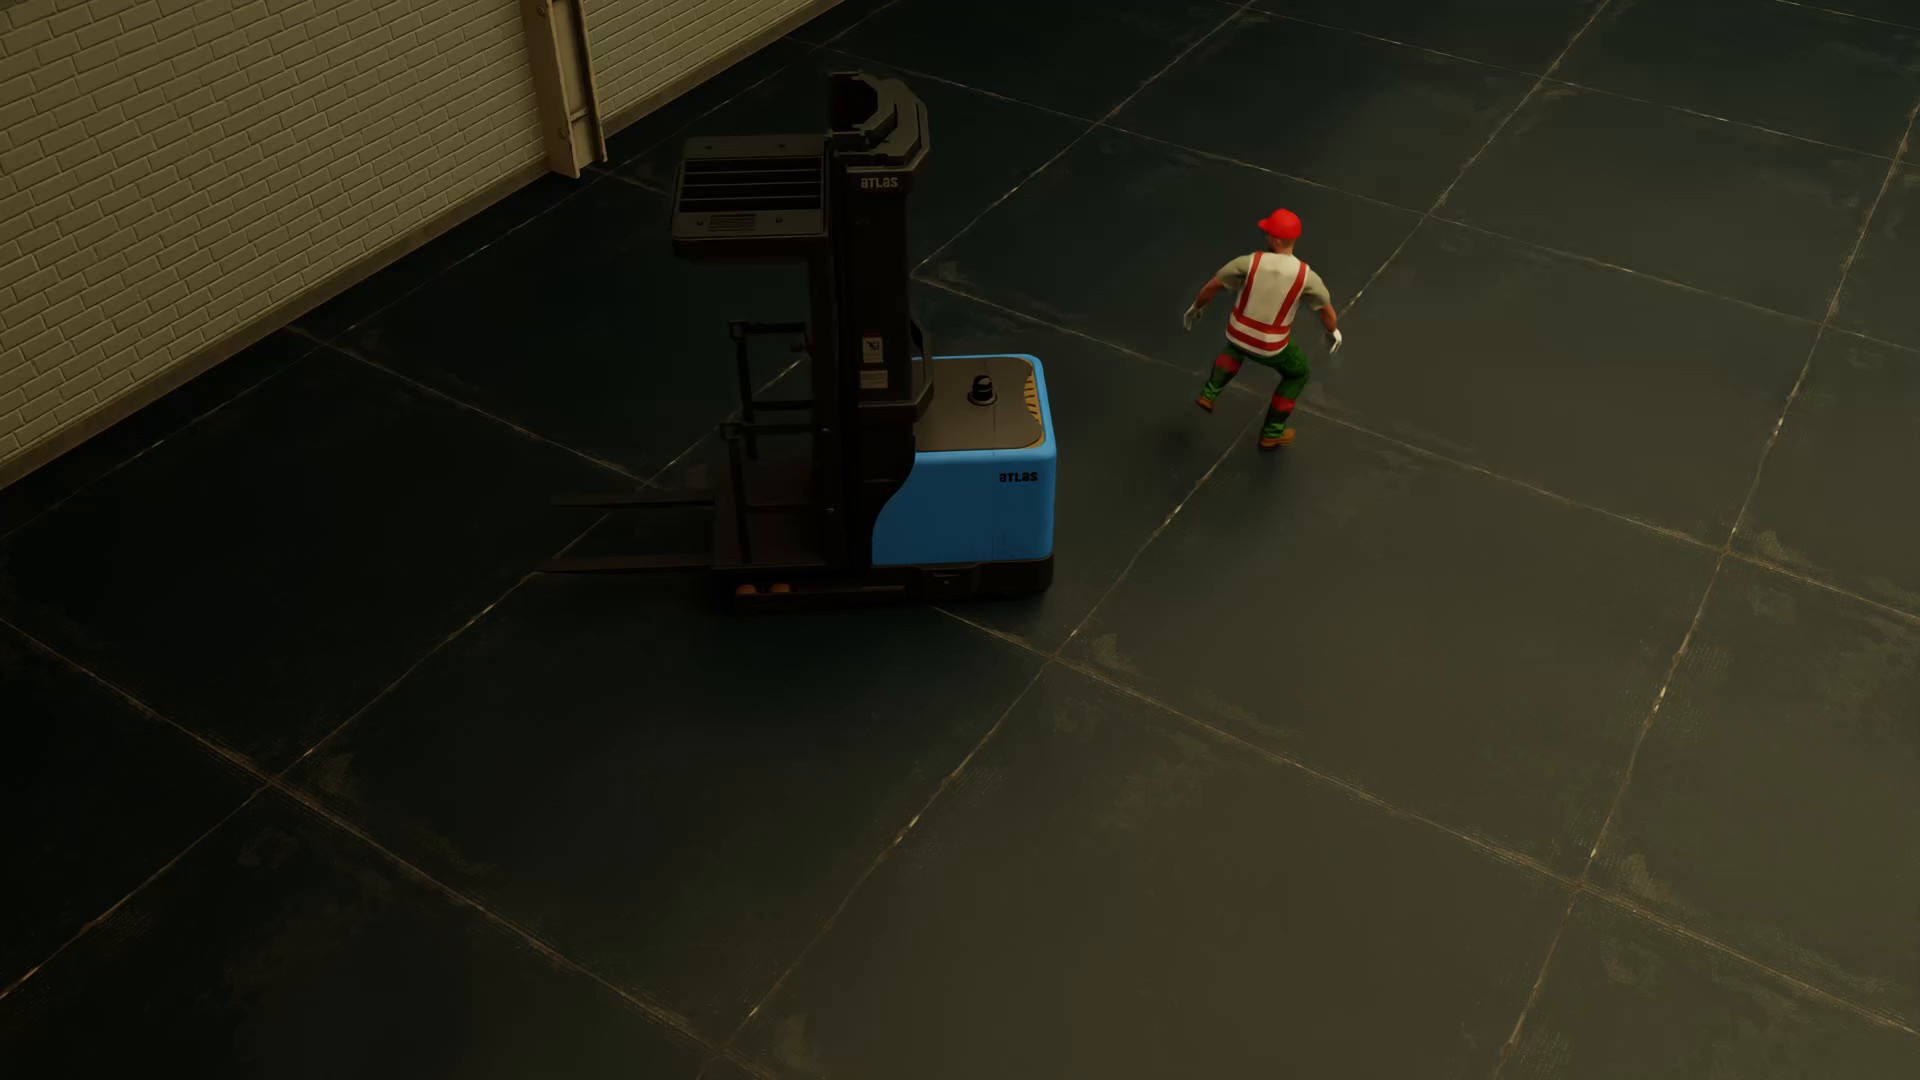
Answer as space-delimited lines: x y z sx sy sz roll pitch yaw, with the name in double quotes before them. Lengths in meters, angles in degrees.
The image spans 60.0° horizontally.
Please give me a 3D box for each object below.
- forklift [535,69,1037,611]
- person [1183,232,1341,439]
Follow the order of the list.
"forklift" -0.987 -1.050 9.206 3.031 2.935 1.121 -2 40 -3
"person" 1.919 -1.360 10.545 0.908 1.542 0.555 22 45 24
